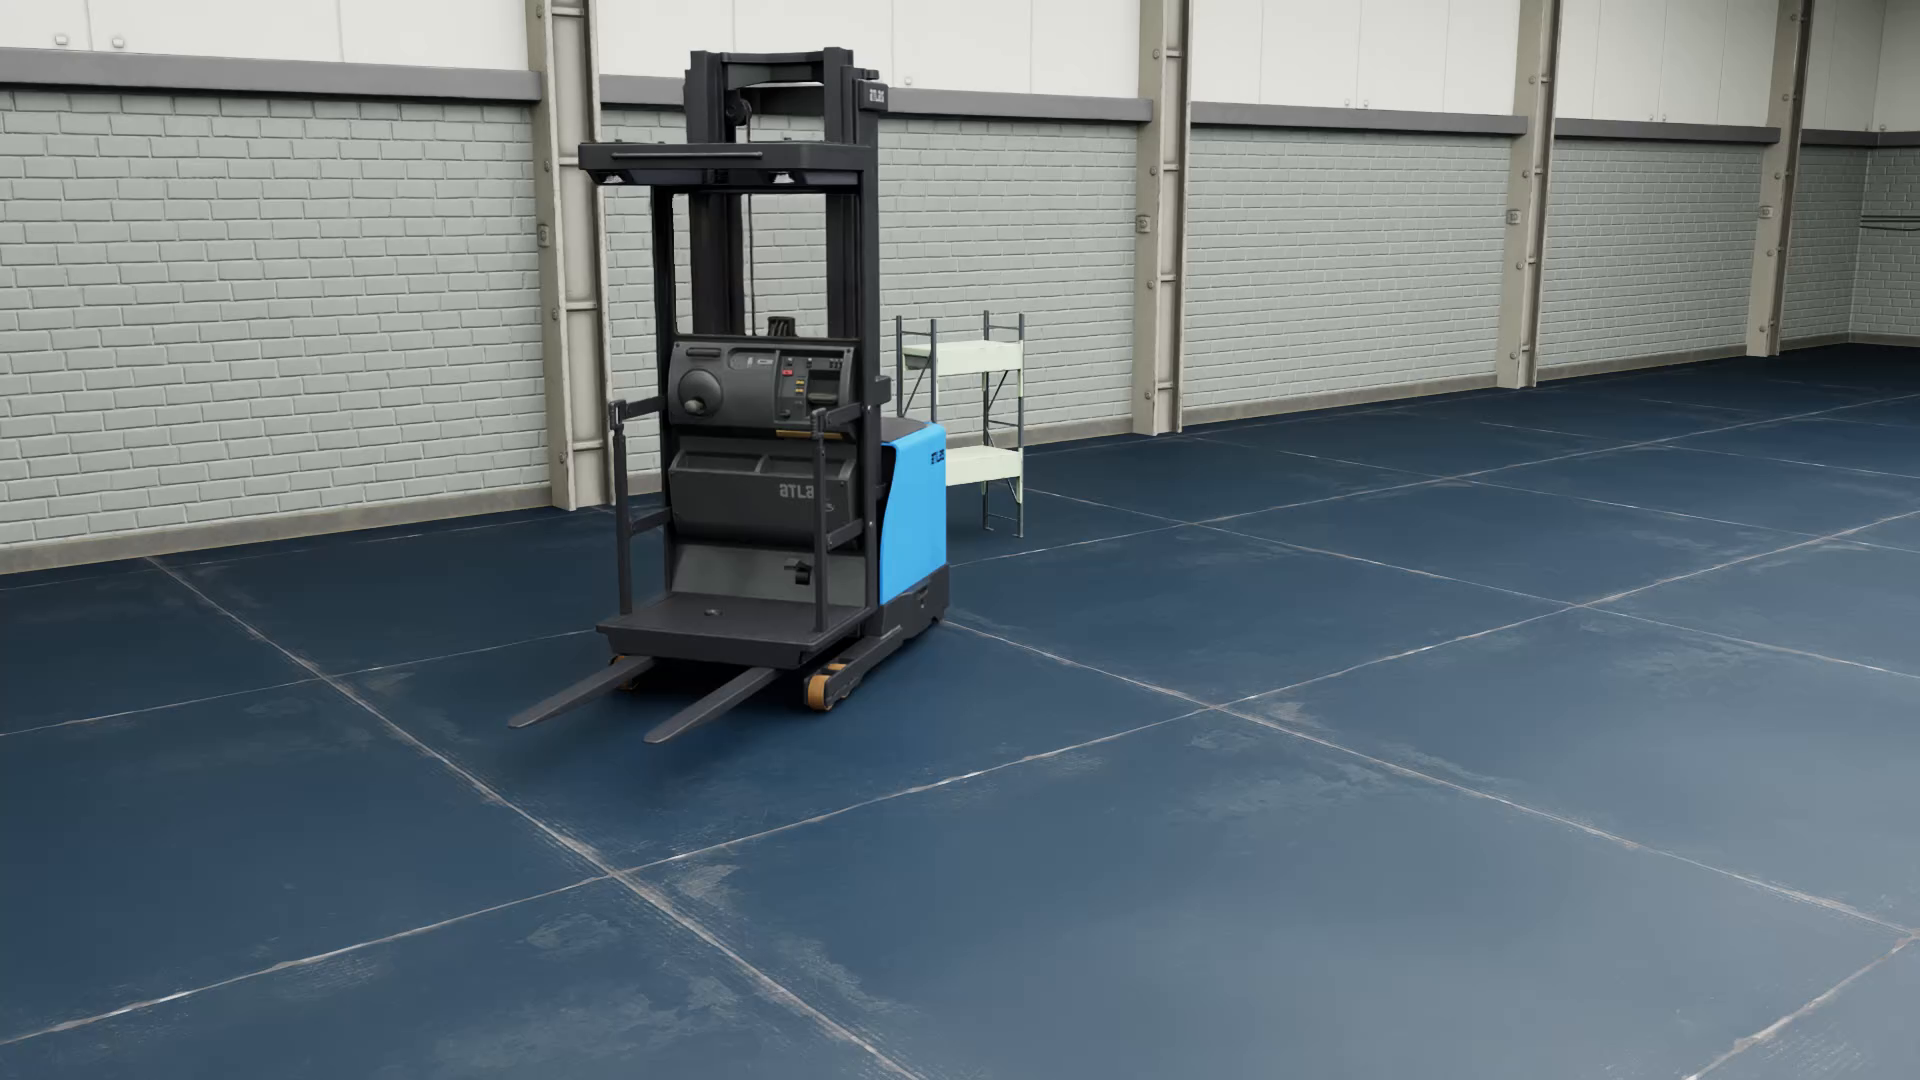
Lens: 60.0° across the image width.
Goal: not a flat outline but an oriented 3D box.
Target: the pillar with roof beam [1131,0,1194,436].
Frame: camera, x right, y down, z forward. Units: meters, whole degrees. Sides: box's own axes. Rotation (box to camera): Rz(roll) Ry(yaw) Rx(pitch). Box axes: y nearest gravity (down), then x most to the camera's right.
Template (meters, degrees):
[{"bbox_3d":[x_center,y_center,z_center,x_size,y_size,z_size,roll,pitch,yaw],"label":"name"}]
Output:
[{"bbox_3d":[4.582,-4.746,11.813,0.400,9.000,9.100,-9,15,-38],"label":"pillar with roof beam"}]

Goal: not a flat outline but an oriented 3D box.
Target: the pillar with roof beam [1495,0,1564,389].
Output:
[{"bbox_3d":[9.267,-5.524,15.479,0.400,9.000,9.100,-9,15,-38],"label":"pillar with roof beam"}]

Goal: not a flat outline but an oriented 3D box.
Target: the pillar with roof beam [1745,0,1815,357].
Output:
[{"bbox_3d":[13.952,-6.303,19.146,0.400,9.000,9.100,-9,15,-38],"label":"pillar with roof beam"}]

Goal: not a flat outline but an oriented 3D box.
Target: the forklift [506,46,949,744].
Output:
[{"bbox_3d":[-1.006,-0.756,7.633,1.130,2.935,3.031,4,13,18],"label":"forklift"}]

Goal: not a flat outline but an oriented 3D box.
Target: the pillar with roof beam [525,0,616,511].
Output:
[{"bbox_3d":[-0.103,-3.967,8.146,0.400,9.000,9.100,-9,15,-38],"label":"pillar with roof beam"}]

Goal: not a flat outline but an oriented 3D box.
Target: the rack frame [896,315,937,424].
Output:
[{"bbox_3d":[-0.281,-0.687,10.753,0.023,1.500,0.400,-9,15,-38],"label":"rack frame"}]

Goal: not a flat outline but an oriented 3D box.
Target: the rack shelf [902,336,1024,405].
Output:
[{"bbox_3d":[0.005,-1.116,10.896,0.720,0.370,0.431,-9,15,-38],"label":"rack shelf"}]

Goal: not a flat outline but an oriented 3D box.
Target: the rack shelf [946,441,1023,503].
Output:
[{"bbox_3d":[0.005,-0.416,11.045,0.720,0.370,0.431,-9,15,-38],"label":"rack shelf"}]

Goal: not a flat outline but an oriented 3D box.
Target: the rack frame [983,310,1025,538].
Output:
[{"bbox_3d":[0.291,-0.782,11.201,0.023,1.500,0.400,-9,15,-38],"label":"rack frame"}]

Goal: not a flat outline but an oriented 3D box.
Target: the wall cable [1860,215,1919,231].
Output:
[{"bbox_3d":[14.389,-5.650,23.547,0.112,2.526,3.097,-9,15,-38],"label":"wall cable"}]

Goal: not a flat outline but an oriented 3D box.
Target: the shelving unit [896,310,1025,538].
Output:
[{"bbox_3d":[0.005,-0.735,10.977,0.755,1.500,0.431,-9,15,-38],"label":"shelving unit"}]
